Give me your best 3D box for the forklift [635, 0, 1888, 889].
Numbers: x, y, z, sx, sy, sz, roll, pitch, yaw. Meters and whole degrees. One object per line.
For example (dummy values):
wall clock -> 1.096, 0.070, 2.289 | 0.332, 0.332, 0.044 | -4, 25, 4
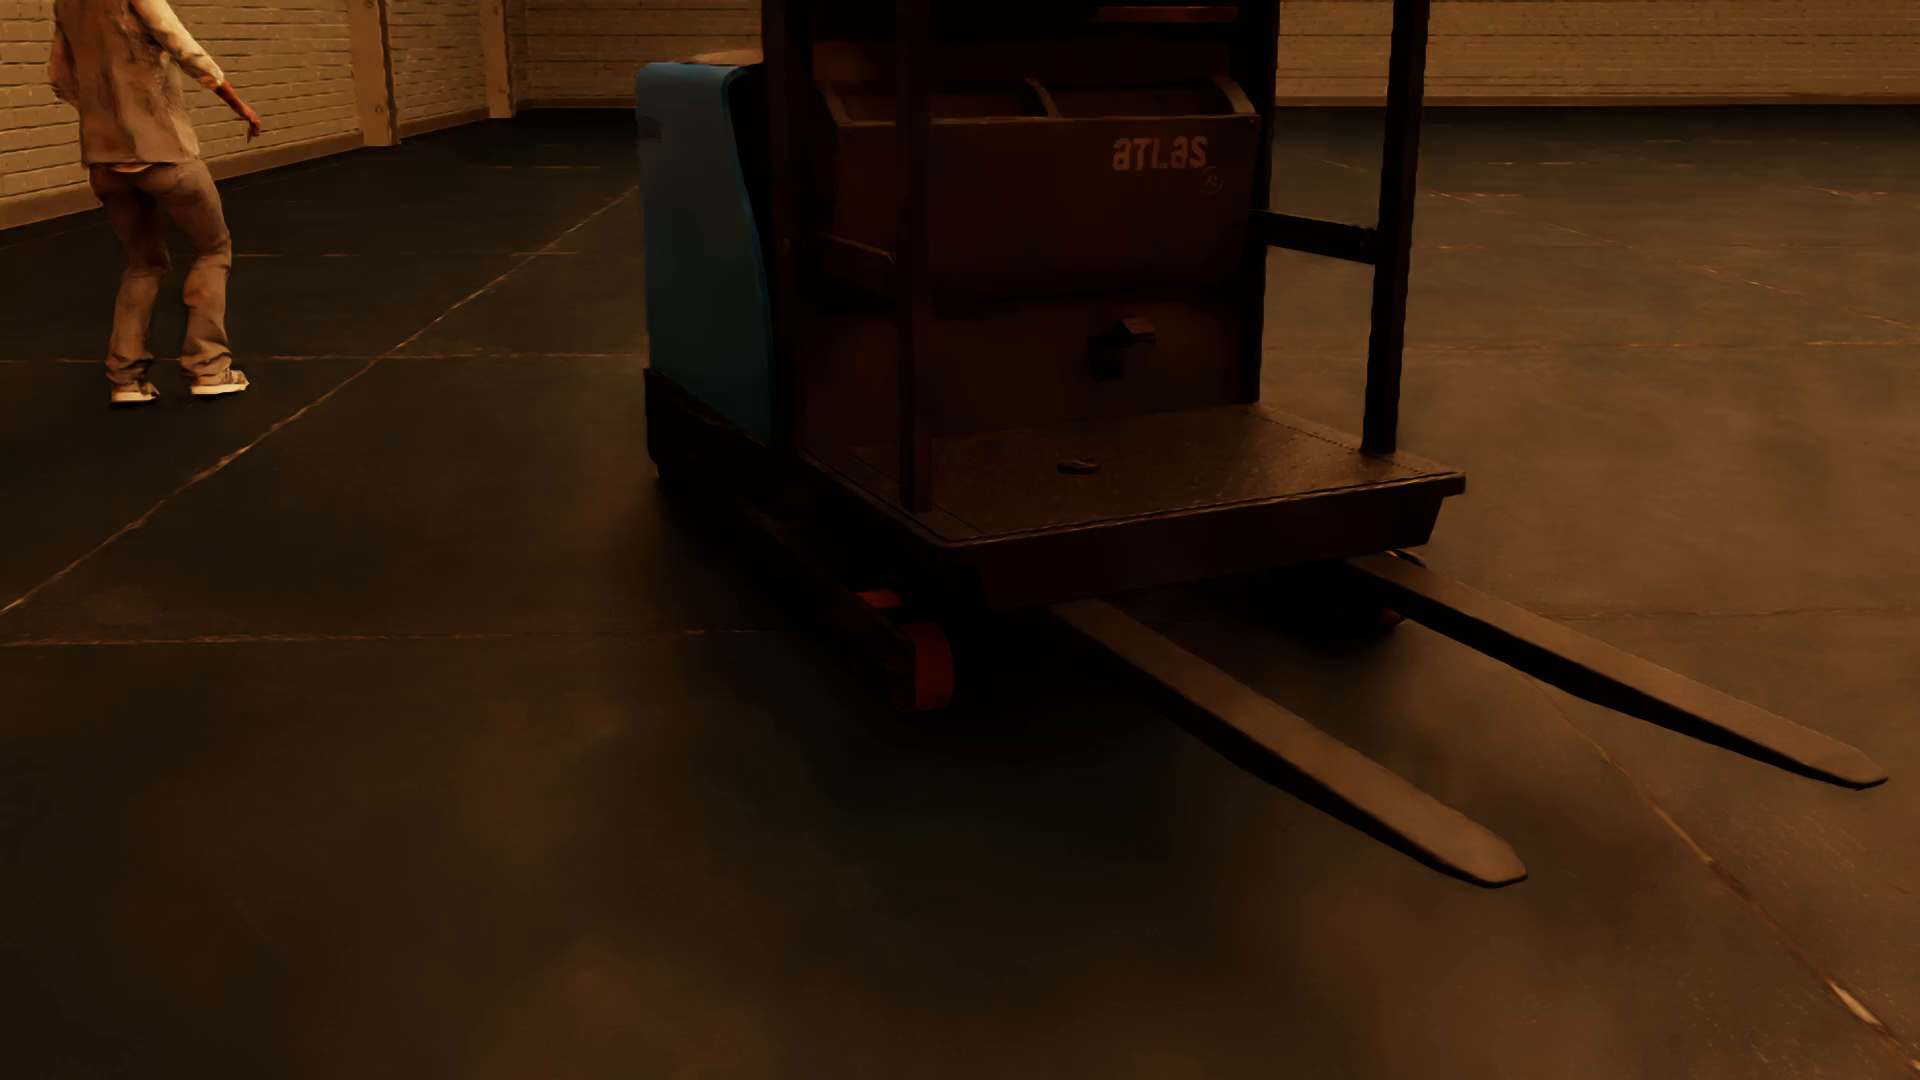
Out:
forklift -> 0.258, -1.240, 2.962 | 1.130, 2.935, 3.031 | -8, 19, -24

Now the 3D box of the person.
person -> -2.536, -1.187, 5.239 | 0.660, 1.547, 0.538 | 4, 18, 14
